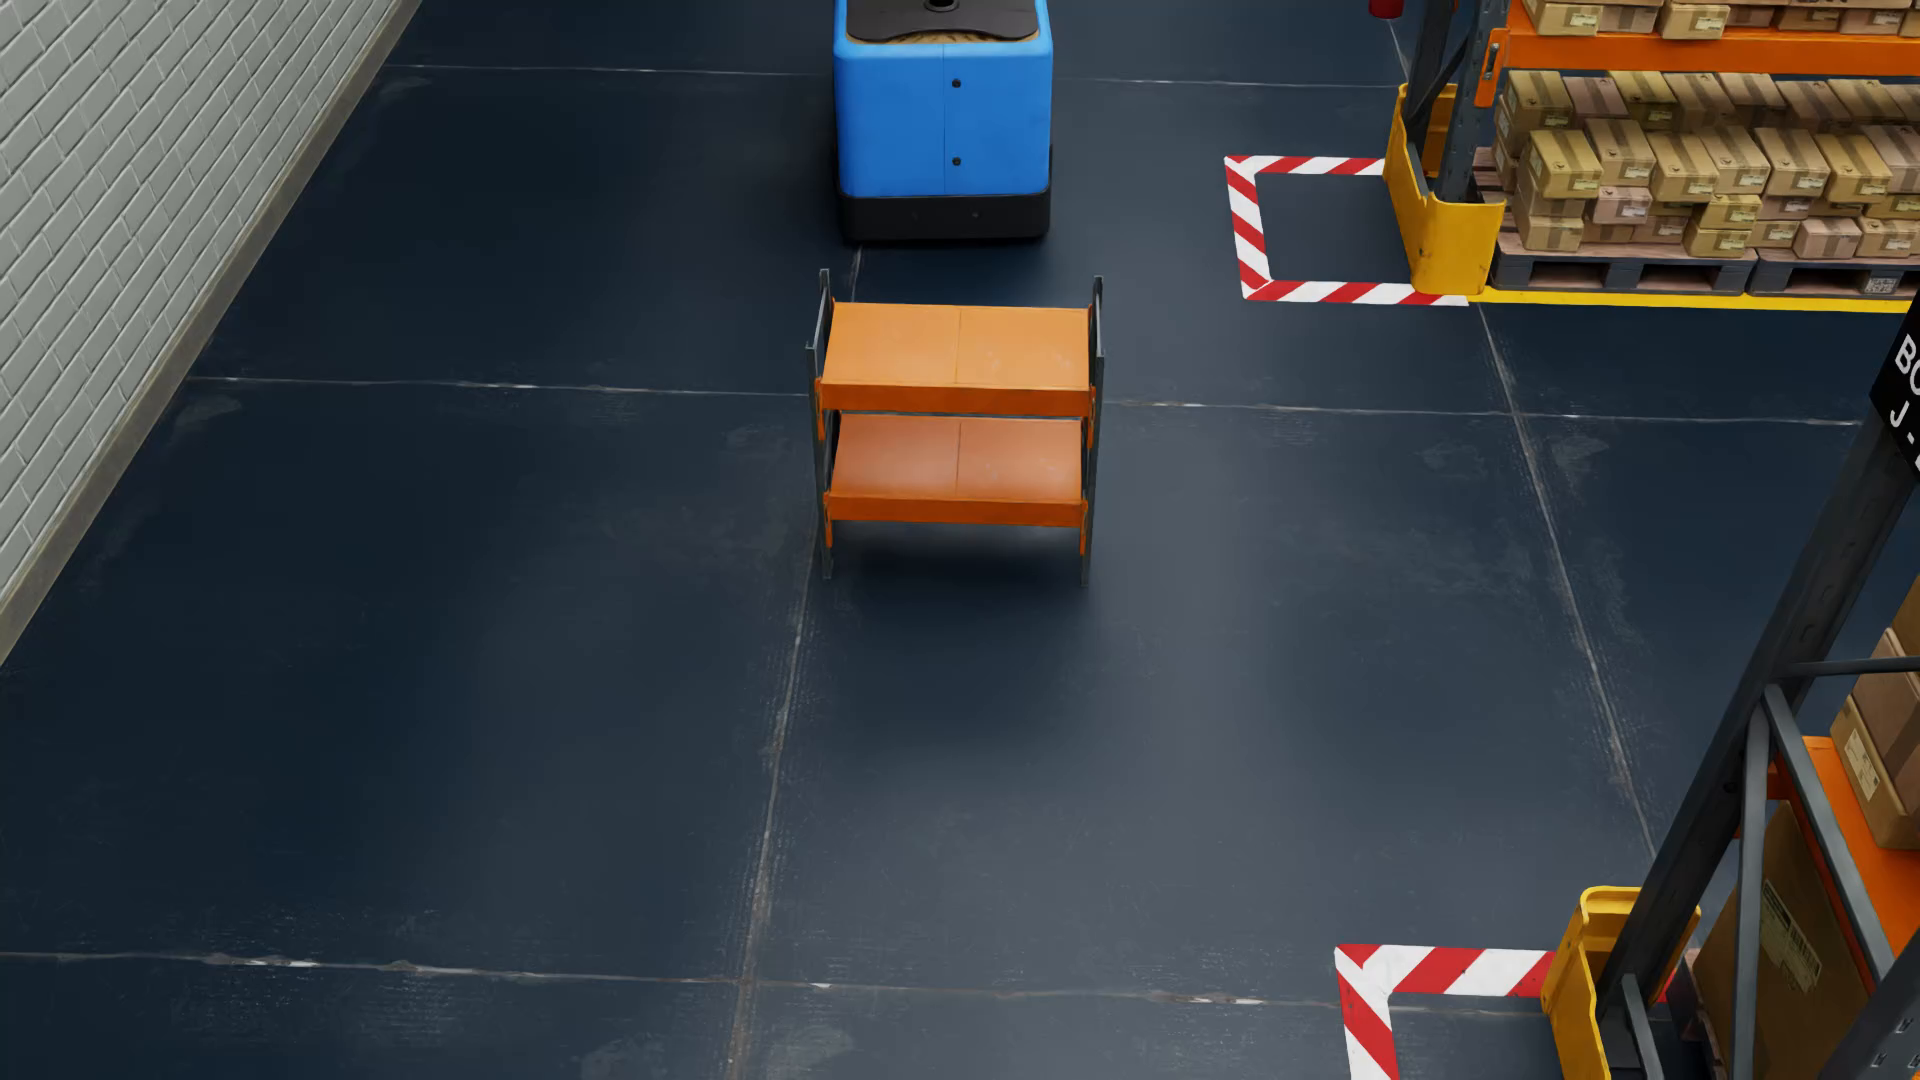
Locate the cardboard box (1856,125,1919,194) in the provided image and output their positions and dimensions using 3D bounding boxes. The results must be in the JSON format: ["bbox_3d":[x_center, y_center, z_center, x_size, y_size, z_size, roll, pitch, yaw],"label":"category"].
[{"bbox_3d":[4.394,-1.791,7.819,0.250,0.149,0.380,2,43,2],"label":"cardboard box"}]

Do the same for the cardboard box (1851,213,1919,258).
[{"bbox_3d":[4.370,-1.517,7.962,0.250,0.149,0.380,2,43,2],"label":"cardboard box"}]

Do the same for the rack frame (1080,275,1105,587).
[{"bbox_3d":[0.501,-0.396,6.350,0.032,1.125,0.500,2,43,2],"label":"rack frame"}]

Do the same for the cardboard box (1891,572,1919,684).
[{"bbox_3d":[2.489,0.203,3.674,0.500,0.500,0.500,2,43,2],"label":"cardboard box"}]

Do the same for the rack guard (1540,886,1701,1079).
[{"bbox_3d":[1.967,1.609,4.656,0.348,0.500,1.175,2,43,2],"label":"rack guard"}]

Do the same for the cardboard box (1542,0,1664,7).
[{"bbox_3d":[2.751,-2.623,7.073,0.500,0.500,0.500,4,43,4],"label":"cardboard box"}]

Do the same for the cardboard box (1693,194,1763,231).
[{"bbox_3d":[3.598,-1.632,7.866,0.250,0.149,0.380,3,43,3],"label":"cardboard box"}]

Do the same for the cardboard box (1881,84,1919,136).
[{"bbox_3d":[4.661,-2.067,8.116,0.250,0.149,0.380,0,43,0],"label":"cardboard box"}]

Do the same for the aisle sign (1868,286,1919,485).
[{"bbox_3d":[1.932,-0.463,3.139,0.004,0.787,0.394,2,43,2],"label":"aisle sign"}]

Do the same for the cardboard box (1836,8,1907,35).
[{"bbox_3d":[3.927,-2.363,7.271,0.250,0.149,0.380,1,43,1],"label":"cardboard box"}]

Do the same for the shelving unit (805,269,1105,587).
[{"bbox_3d":[-0.007,-0.412,6.367,1.048,1.125,0.538,2,43,2],"label":"shelving unit"}]

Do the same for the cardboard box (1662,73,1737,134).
[{"bbox_3d":[3.624,-2.144,8.198,0.250,0.149,0.380,0,43,0],"label":"cardboard box"}]

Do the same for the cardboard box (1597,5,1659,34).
[{"bbox_3d":[2.880,-2.375,7.283,0.250,0.149,0.380,3,43,3],"label":"cardboard box"}]

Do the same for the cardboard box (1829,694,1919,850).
[{"bbox_3d":[2.361,0.574,4.118,0.250,0.149,0.380,3,43,3],"label":"cardboard box"}]

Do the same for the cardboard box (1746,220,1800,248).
[{"bbox_3d":[3.847,-1.575,8.024,0.250,0.149,0.380,2,43,2],"label":"cardboard box"}]

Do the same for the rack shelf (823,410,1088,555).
[{"bbox_3d":[-0.007,-0.233,6.533,1.000,0.278,0.538,2,43,2],"label":"rack shelf"}]

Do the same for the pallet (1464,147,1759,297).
[{"bbox_3d":[3.201,-1.608,8.321,1.213,0.211,1.003,2,43,2],"label":"pallet"}]

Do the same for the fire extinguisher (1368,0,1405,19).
[{"bbox_3d":[2.084,-2.837,7.925,0.183,0.674,0.296,2,43,2],"label":"fire extinguisher"}]

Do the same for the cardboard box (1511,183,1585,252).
[{"bbox_3d":[2.824,-1.556,8.003,0.250,0.149,0.380,3,43,3],"label":"cardboard box"}]

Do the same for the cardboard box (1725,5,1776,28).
[{"bbox_3d":[3.412,-2.415,7.326,0.250,0.149,0.380,4,43,4],"label":"cardboard box"}]

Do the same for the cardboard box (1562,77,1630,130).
[{"bbox_3d":[3.104,-2.117,8.169,0.250,0.149,0.380,3,43,3],"label":"cardboard box"}]

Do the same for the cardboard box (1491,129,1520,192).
[{"bbox_3d":[2.850,-1.916,8.389,0.250,0.149,0.380,2,43,3],"label":"cardboard box"}]

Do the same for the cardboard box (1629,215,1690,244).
[{"bbox_3d":[3.338,-1.601,8.051,0.250,0.149,0.380,2,43,2],"label":"cardboard box"}]

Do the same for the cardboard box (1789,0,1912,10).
[{"bbox_3d":[3.776,-2.600,7.049,0.500,0.500,0.500,2,43,2],"label":"cardboard box"}]

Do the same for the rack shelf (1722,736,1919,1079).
[{"bbox_3d":[3.989,1.020,3.983,4.000,0.370,1.077,2,43,2],"label":"rack shelf"}]

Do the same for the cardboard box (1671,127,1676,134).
[{"bbox_3d":[3.638,-1.984,8.244,0.250,0.149,0.380,1,43,1],"label":"cardboard box"}]

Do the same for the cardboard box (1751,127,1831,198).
[{"bbox_3d":[3.878,-1.772,7.799,0.250,0.149,0.380,3,43,4],"label":"cardboard box"}]

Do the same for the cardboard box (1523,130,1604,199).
[{"bbox_3d":[2.823,-1.760,7.786,0.250,0.149,0.380,0,43,0],"label":"cardboard box"}]

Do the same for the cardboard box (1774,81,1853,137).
[{"bbox_3d":[4.153,-2.091,8.140,0.250,0.149,0.380,0,43,0],"label":"cardboard box"}]

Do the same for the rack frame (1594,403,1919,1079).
[{"bbox_3d":[1.991,0.695,3.803,0.127,3.000,1.000,2,43,2],"label":"rack frame"}]

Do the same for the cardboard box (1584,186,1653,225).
[{"bbox_3d":[3.098,-1.661,7.898,0.250,0.149,0.380,2,43,2],"label":"cardboard box"}]

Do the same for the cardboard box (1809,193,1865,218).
[{"bbox_3d":[4.140,-1.708,7.948,0.250,0.149,0.380,4,43,4],"label":"cardboard box"}]

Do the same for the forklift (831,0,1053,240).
[{"bbox_3d":[-0.126,-3.546,8.406,1.130,2.935,3.031,-1,43,-1],"label":"forklift"}]

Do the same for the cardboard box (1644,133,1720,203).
[{"bbox_3d":[3.350,-1.739,7.763,0.250,0.149,0.380,2,43,2],"label":"cardboard box"}]

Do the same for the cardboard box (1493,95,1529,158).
[{"bbox_3d":[2.855,-2.077,8.344,0.250,0.149,0.380,1,43,1],"label":"cardboard box"}]
